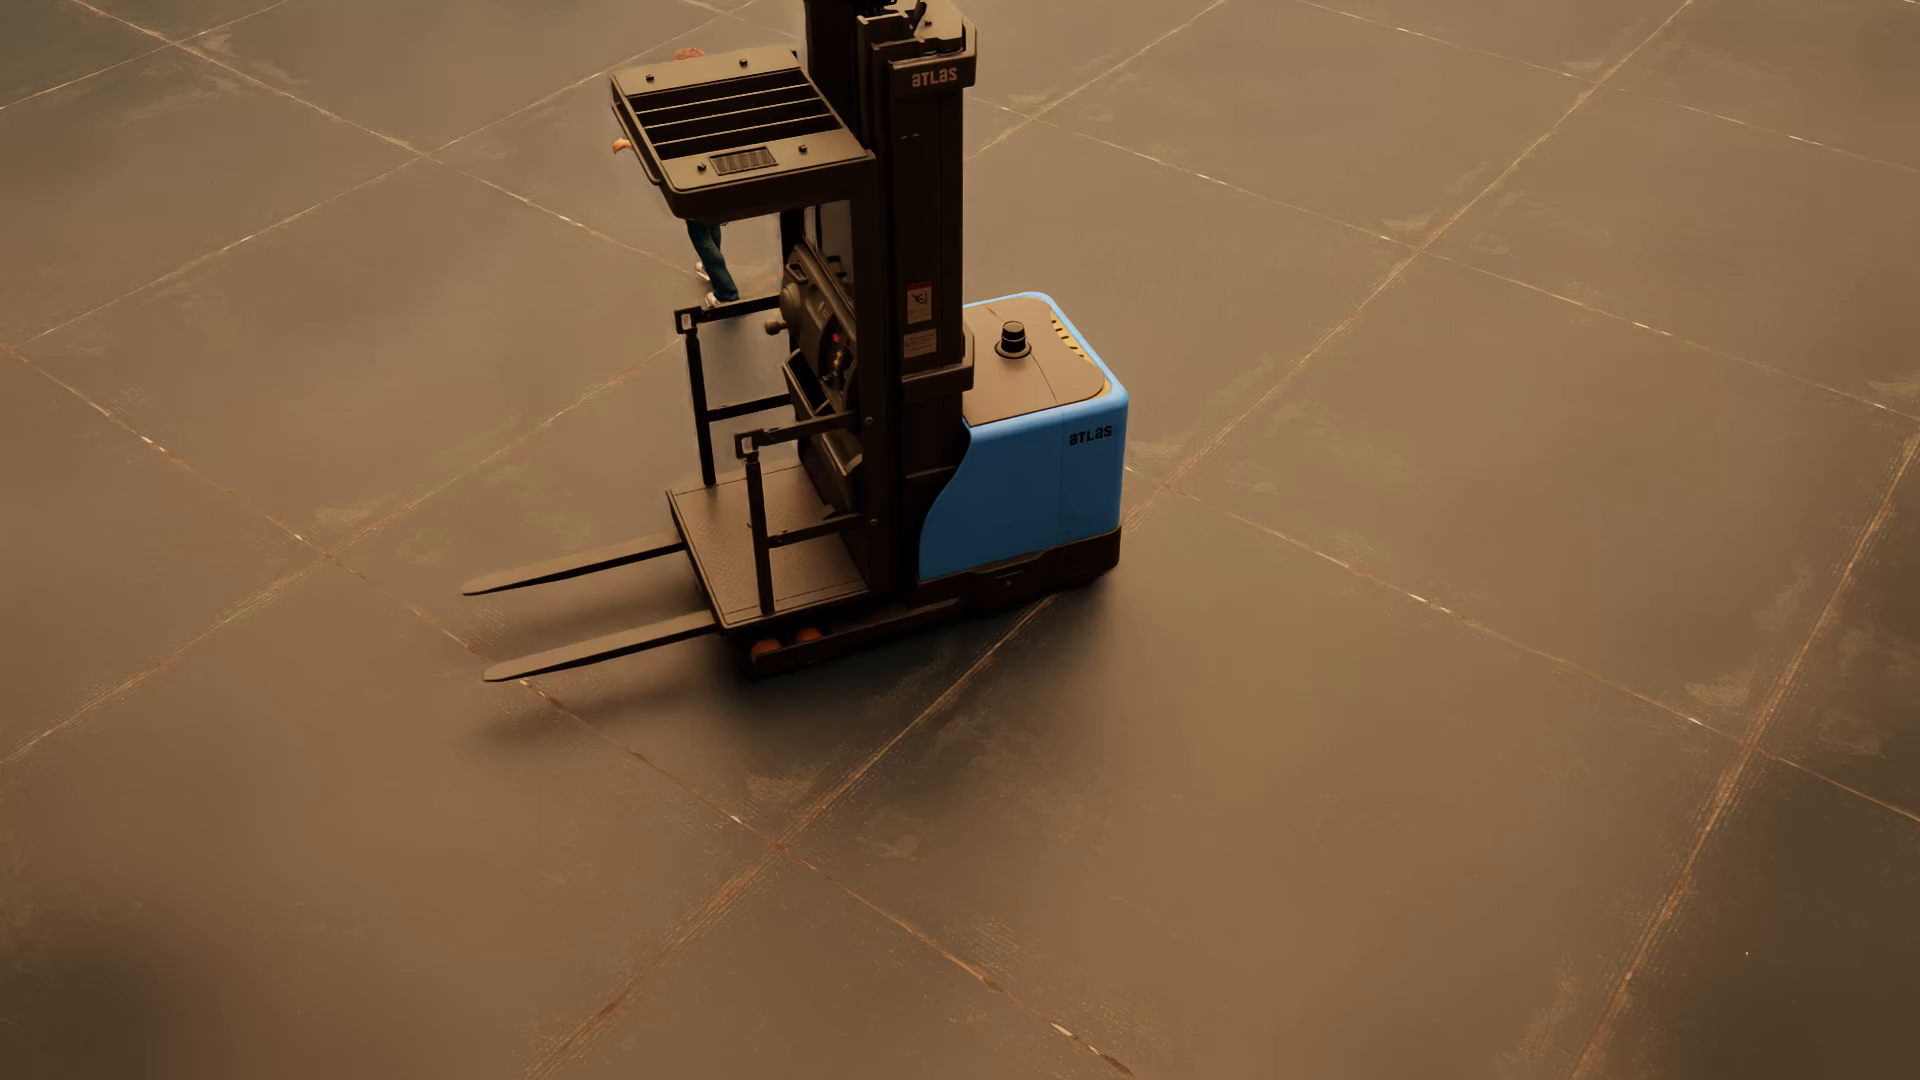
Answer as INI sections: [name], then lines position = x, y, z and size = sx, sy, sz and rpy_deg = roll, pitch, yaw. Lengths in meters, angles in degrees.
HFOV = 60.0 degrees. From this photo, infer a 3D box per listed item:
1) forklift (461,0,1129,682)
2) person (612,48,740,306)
[forklift]
position = -0.794, -0.890, 7.118
size = 3.031, 2.935, 1.130
rpy_deg = -14, 43, -16
[person]
position = -1.469, -2.106, 9.612
size = 0.834, 1.583, 0.681
rpy_deg = -30, 49, -31
